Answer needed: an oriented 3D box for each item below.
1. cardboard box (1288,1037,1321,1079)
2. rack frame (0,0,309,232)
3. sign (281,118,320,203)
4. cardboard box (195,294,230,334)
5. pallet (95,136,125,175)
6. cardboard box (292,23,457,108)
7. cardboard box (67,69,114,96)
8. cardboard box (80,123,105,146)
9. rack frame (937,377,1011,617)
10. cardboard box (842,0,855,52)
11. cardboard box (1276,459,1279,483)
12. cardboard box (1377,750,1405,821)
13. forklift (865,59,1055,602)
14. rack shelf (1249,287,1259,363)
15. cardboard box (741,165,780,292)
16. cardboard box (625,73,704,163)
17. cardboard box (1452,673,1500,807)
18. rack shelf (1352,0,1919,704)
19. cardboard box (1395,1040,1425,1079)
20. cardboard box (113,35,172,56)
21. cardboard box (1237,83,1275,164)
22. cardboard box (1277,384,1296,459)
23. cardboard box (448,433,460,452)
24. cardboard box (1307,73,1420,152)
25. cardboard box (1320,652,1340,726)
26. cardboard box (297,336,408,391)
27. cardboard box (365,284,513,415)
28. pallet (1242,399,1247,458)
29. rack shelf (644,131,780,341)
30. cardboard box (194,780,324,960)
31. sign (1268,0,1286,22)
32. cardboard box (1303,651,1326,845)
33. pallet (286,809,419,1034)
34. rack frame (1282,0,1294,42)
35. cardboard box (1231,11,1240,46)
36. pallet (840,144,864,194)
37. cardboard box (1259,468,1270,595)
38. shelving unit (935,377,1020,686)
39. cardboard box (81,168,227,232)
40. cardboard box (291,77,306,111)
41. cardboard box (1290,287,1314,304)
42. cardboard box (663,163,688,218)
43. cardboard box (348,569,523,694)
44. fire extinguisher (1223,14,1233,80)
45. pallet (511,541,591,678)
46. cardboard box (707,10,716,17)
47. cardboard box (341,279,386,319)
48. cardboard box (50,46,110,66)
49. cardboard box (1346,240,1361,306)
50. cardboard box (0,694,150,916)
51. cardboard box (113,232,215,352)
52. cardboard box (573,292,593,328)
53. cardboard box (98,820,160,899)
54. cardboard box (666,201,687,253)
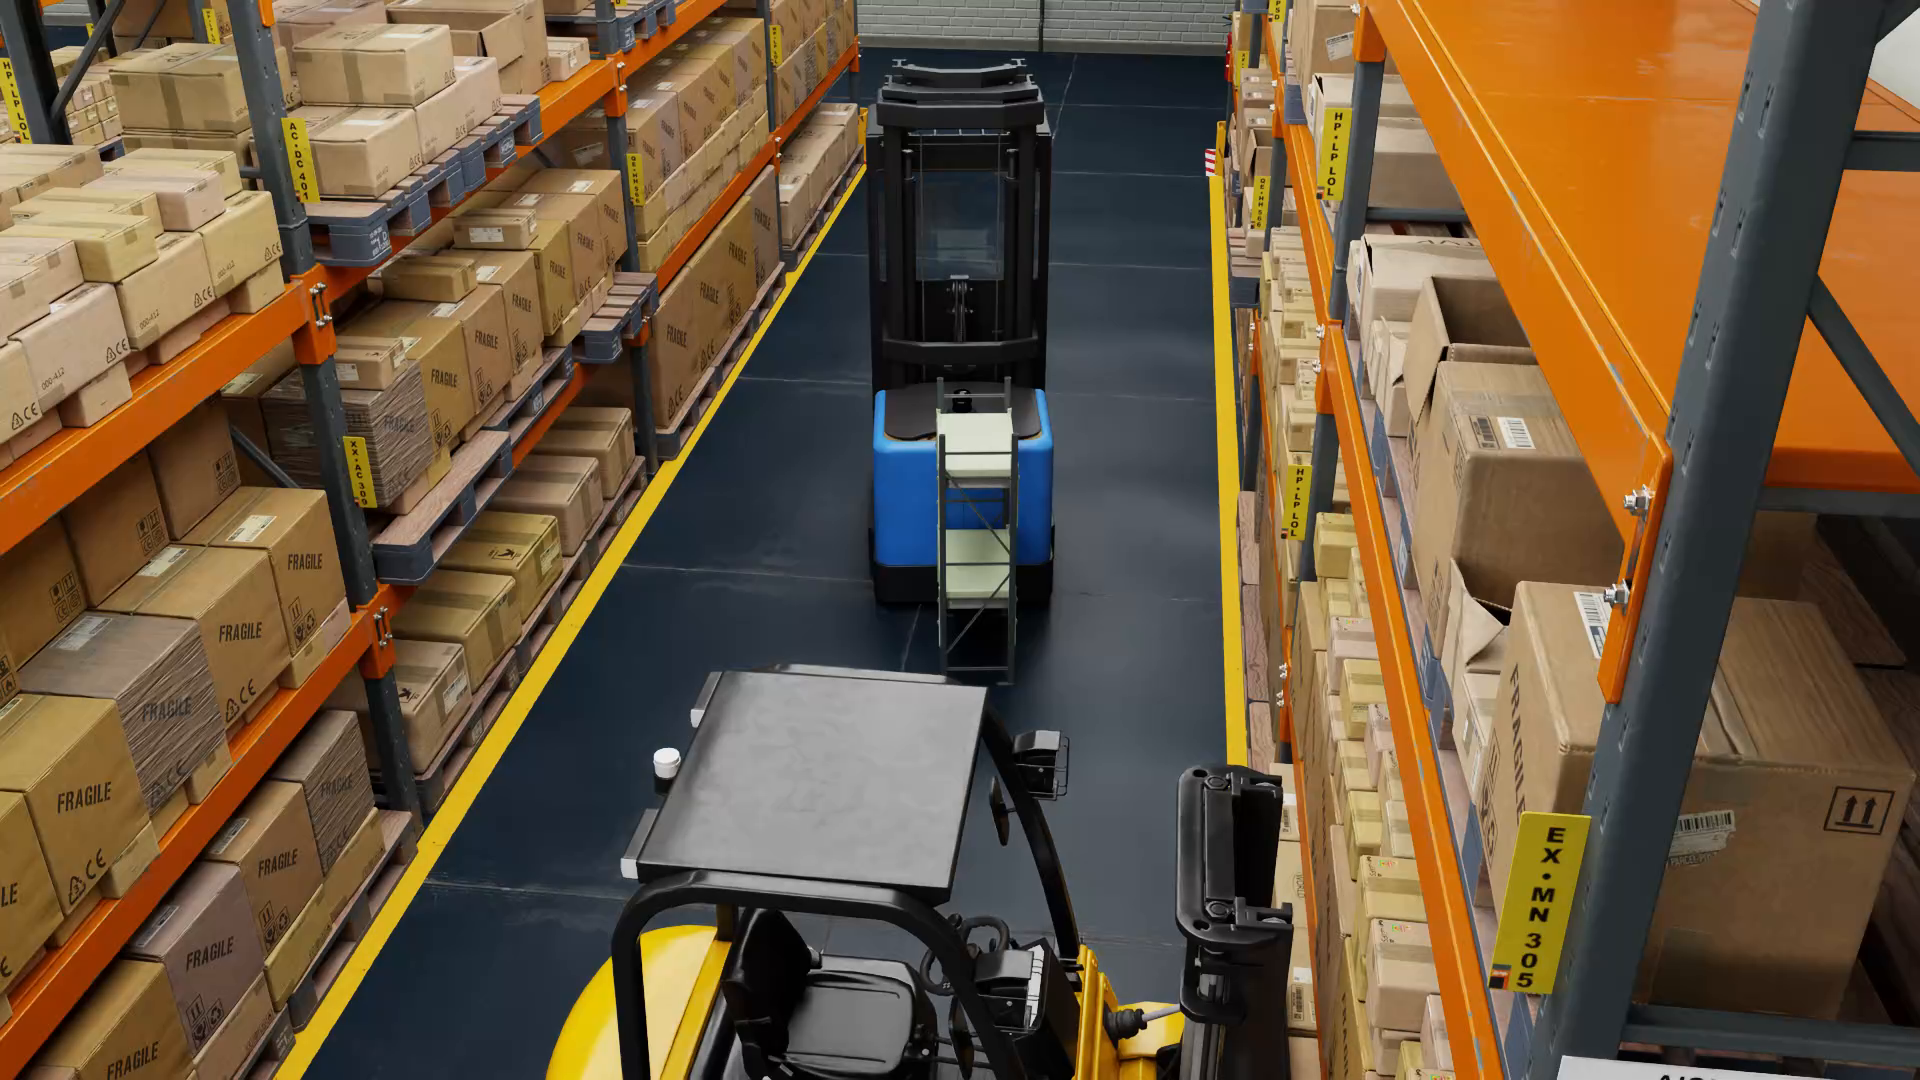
[{"bbox_3d":[1.296,1.873,5.305,0.500,0.250,0.500,3,28,5],"label":"cardboard box"},{"bbox_3d":[-3.066,-2.572,5.828,1.000,3.000,0.127,3,28,6],"label":"rack frame"},{"bbox_3d":[-2.526,-1.451,6.365,0.100,0.325,0.005,3,28,6],"label":"sign"},{"bbox_3d":[-2.920,-0.860,6.079,0.380,0.149,0.250,4,29,7],"label":"cardboard box"},{"bbox_3d":[-7.299,-2.903,12.971,1.003,0.211,1.213,3,28,6],"label":"pallet"},{"bbox_3d":[-2.545,-2.077,7.260,0.500,0.250,0.500,3,28,5],"label":"cardboard box"},{"bbox_3d":[-6.964,-3.701,13.443,0.380,0.149,0.250,3,28,6],"label":"cardboard box"},{"bbox_3d":[-7.019,-3.199,13.139,0.380,0.149,0.250,5,29,8],"label":"cardboard box"},{"bbox_3d":[0.076,-0.218,9.365,0.400,1.500,0.023,-1,28,-1],"label":"rack frame"},{"bbox_3d":[-1.392,-5.381,17.262,0.500,0.500,0.500,4,29,6],"label":"cardboard box"},{"bbox_3d":[1.810,-0.299,8.093,0.500,0.250,0.500,4,29,7],"label":"cardboard box"},{"bbox_3d":[1.435,0.758,4.870,0.380,0.149,0.250,3,29,6],"label":"cardboard box"},{"bbox_3d":[-0.015,-1.586,10.395,1.130,2.935,3.031,-1,28,-1],"label":"forklift"},{"bbox_3d":[2.596,-2.151,12.131,1.077,0.370,4.000,3,28,6],"label":"rack shelf"},{"bbox_3d":[-2.082,-2.649,14.094,0.875,0.875,0.875,4,29,8],"label":"cardboard box"},{"bbox_3d":[-2.143,-2.992,11.774,0.500,0.500,0.500,4,29,8],"label":"cardboard box"},{"bbox_3d":[1.171,0.393,3.205,0.380,0.149,0.250,3,28,5],"label":"cardboard box"},{"bbox_3d":[1.616,-0.851,3.813,1.077,0.370,4.000,3,28,6],"label":"rack shelf"},{"bbox_3d":[1.271,1.373,4.041,0.380,0.149,0.250,3,28,6],"label":"cardboard box"},{"bbox_3d":[-7.232,-4.355,15.045,0.500,0.500,0.500,3,28,6],"label":"cardboard box"},{"bbox_3d":[2.496,-3.180,12.734,0.700,0.500,0.500,4,29,7],"label":"cardboard box"},{"bbox_3d":[1.792,-0.527,7.988,0.500,0.250,0.500,4,29,7],"label":"cardboard box"},{"bbox_3d":[-2.686,-0.501,8.132,0.380,0.149,0.250,5,29,9],"label":"cardboard box"},{"bbox_3d":[1.802,-1.870,7.234,0.500,0.311,0.500,2,28,4],"label":"cardboard box"},{"bbox_3d":[1.422,0.519,5.626,0.380,0.149,0.250,4,29,7],"label":"cardboard box"},{"bbox_3d":[-2.657,-0.777,7.276,0.380,0.149,0.250,3,28,6],"label":"cardboard box"},{"bbox_3d":[-2.589,-0.962,8.303,0.500,0.500,0.500,3,28,6],"label":"cardboard box"},{"bbox_3d":[2.480,-0.648,11.523,1.003,0.211,1.213,3,28,6],"label":"pallet"},{"bbox_3d":[-2.331,-2.438,12.663,1.077,0.370,4.000,3,28,6],"label":"rack shelf"},{"bbox_3d":[-2.933,1.299,6.635,0.500,0.500,0.500,4,29,7],"label":"cardboard box"},{"bbox_3d":[1.813,-3.107,9.439,0.100,0.325,0.005,3,28,6],"label":"sign"},{"bbox_3d":[1.500,0.752,5.878,0.500,0.500,0.500,4,29,7],"label":"cardboard box"},{"bbox_3d":[-3.113,1.615,7.321,1.003,0.211,1.213,3,28,6],"label":"pallet"},{"bbox_3d":[2.351,-4.168,8.790,1.000,3.000,0.127,3,28,6],"label":"rack frame"},{"bbox_3d":[3.008,-5.159,16.801,0.500,0.250,0.500,4,29,6],"label":"cardboard box"},{"bbox_3d":[-1.616,-3.970,17.690,1.003,0.211,1.213,3,28,6],"label":"pallet"},{"bbox_3d":[2.189,-0.065,9.562,0.875,0.625,0.625,4,29,8],"label":"cardboard box"},{"bbox_3d":[0.085,-0.044,9.043,0.431,1.500,0.755,-1,28,-1],"label":"shelving unit"},{"bbox_3d":[-2.844,-1.203,5.873,0.380,0.149,0.250,3,28,5],"label":"cardboard box"},{"bbox_3d":[-3.071,-1.891,7.443,0.500,0.250,0.500,4,29,7],"label":"cardboard box"},{"bbox_3d":[1.962,-1.231,8.876,0.380,0.149,0.250,4,29,7],"label":"cardboard box"},{"bbox_3d":[-2.204,-2.435,11.530,0.500,0.250,0.500,4,29,7],"label":"cardboard box"},{"bbox_3d":[-2.919,0.456,8.861,0.950,0.372,0.625,5,29,9],"label":"cardboard box"},{"bbox_3d":[2.890,-5.190,17.488,0.296,0.674,0.183,3,28,6],"label":"fire extinguisher"},{"bbox_3d":[-2.825,0.355,9.661,1.003,0.211,1.213,3,28,6],"label":"pallet"},{"bbox_3d":[-2.302,-4.419,14.421,0.500,0.500,0.500,3,28,6],"label":"cardboard box"},{"bbox_3d":[-3.108,-0.997,8.369,0.500,0.500,0.500,4,29,8],"label":"cardboard box"},{"bbox_3d":[-7.516,-4.114,14.210,0.380,0.149,0.250,5,29,9],"label":"cardboard box"},{"bbox_3d":[1.504,-0.889,5.584,0.380,0.149,0.250,4,29,7],"label":"cardboard box"},{"bbox_3d":[-3.047,0.847,5.389,0.500,0.500,0.500,3,28,5],"label":"cardboard box"},{"bbox_3d":[-2.914,-0.855,5.648,0.500,0.250,0.500,3,28,5],"label":"cardboard box"},{"bbox_3d":[-2.369,-1.350,9.707,0.380,0.149,0.250,2,28,4],"label":"cardboard box"},{"bbox_3d":[-2.981,1.069,5.659,0.380,0.149,0.250,4,29,7],"label":"cardboard box"},{"bbox_3d":[-2.221,-2.206,11.632,0.500,0.250,0.500,3,28,5],"label":"cardboard box"}]
